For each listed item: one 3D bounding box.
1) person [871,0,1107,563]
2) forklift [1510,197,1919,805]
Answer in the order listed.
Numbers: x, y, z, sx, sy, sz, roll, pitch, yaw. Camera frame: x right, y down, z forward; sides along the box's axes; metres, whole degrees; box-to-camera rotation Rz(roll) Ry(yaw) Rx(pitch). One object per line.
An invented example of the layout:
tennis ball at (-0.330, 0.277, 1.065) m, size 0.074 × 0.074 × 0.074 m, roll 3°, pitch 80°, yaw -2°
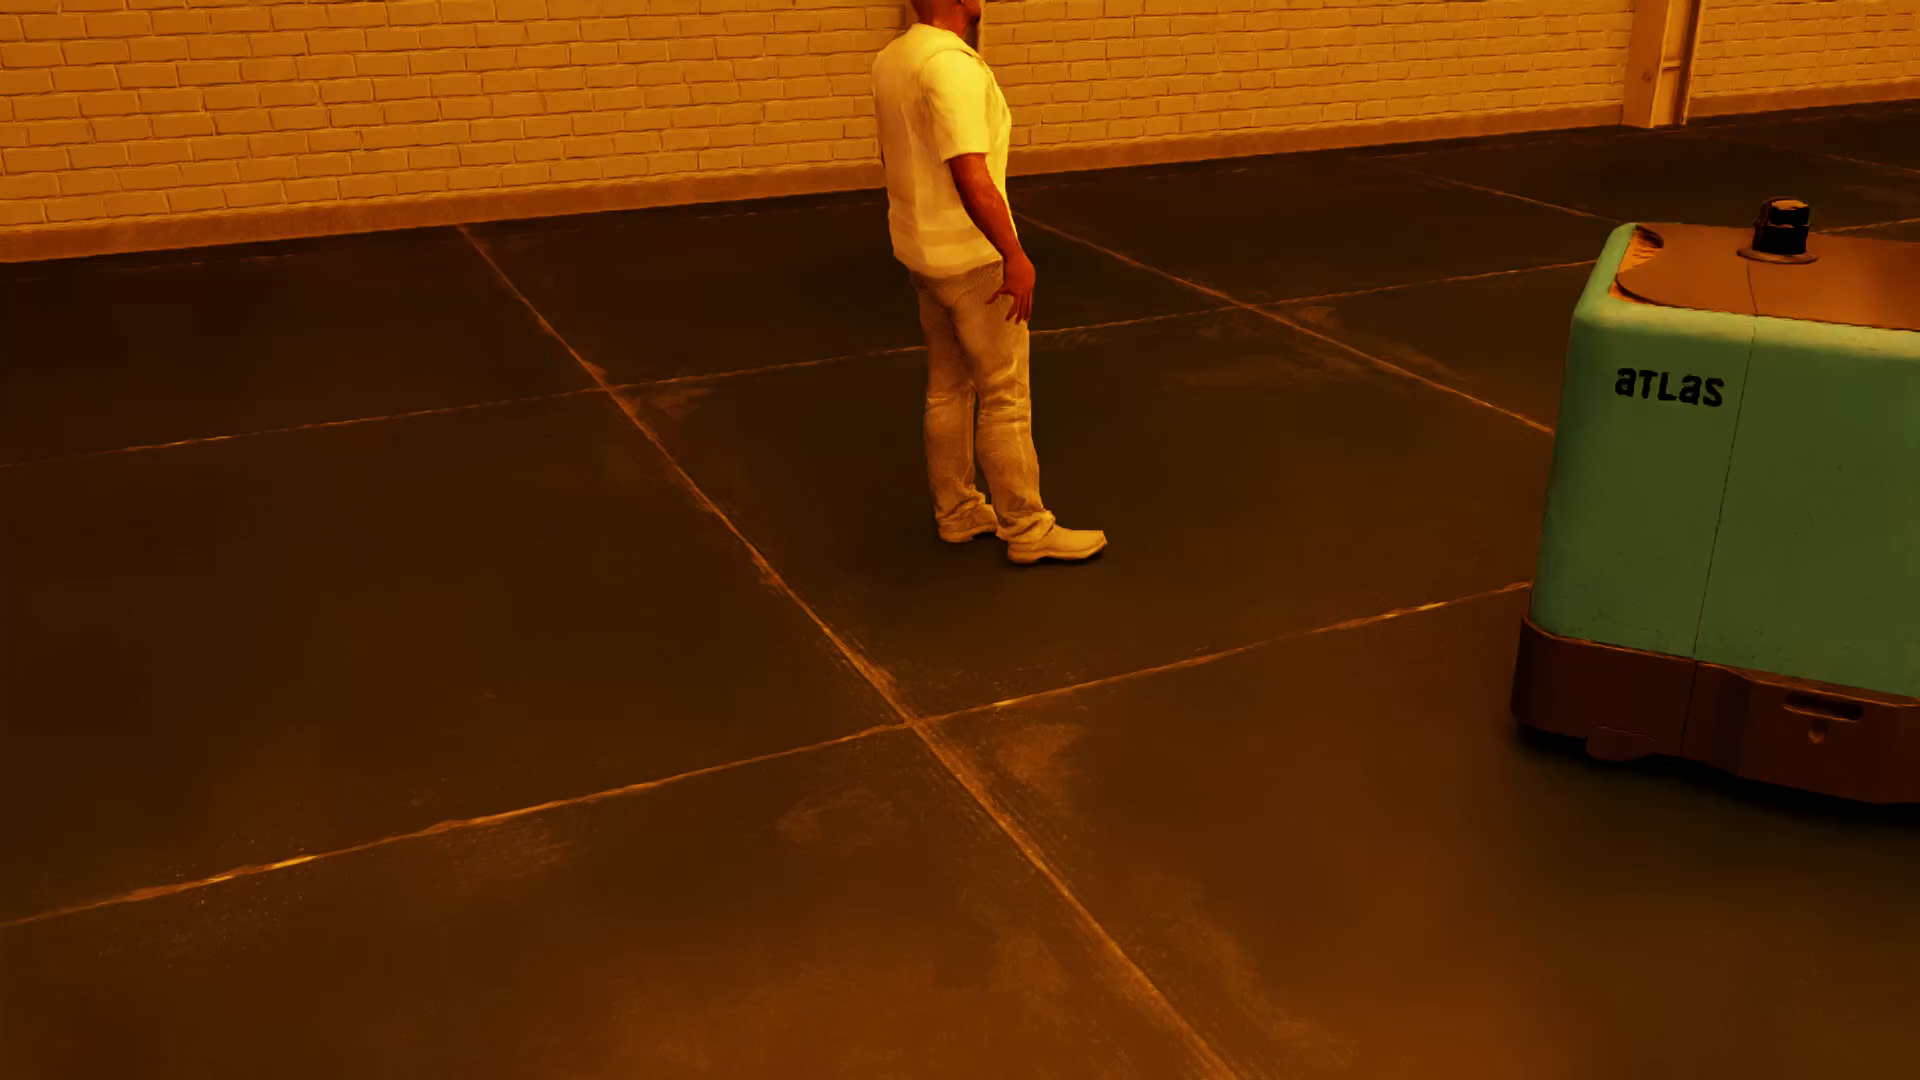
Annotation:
person at (0.065, -0.832, 4.788) m, size 0.576 × 1.766 × 0.665 m, roll -10°, pitch 25°, yaw -23°
forklift at (2.867, -0.797, 3.205) m, size 3.031 × 2.935 × 1.130 m, roll 10°, pitch 25°, yaw 23°
